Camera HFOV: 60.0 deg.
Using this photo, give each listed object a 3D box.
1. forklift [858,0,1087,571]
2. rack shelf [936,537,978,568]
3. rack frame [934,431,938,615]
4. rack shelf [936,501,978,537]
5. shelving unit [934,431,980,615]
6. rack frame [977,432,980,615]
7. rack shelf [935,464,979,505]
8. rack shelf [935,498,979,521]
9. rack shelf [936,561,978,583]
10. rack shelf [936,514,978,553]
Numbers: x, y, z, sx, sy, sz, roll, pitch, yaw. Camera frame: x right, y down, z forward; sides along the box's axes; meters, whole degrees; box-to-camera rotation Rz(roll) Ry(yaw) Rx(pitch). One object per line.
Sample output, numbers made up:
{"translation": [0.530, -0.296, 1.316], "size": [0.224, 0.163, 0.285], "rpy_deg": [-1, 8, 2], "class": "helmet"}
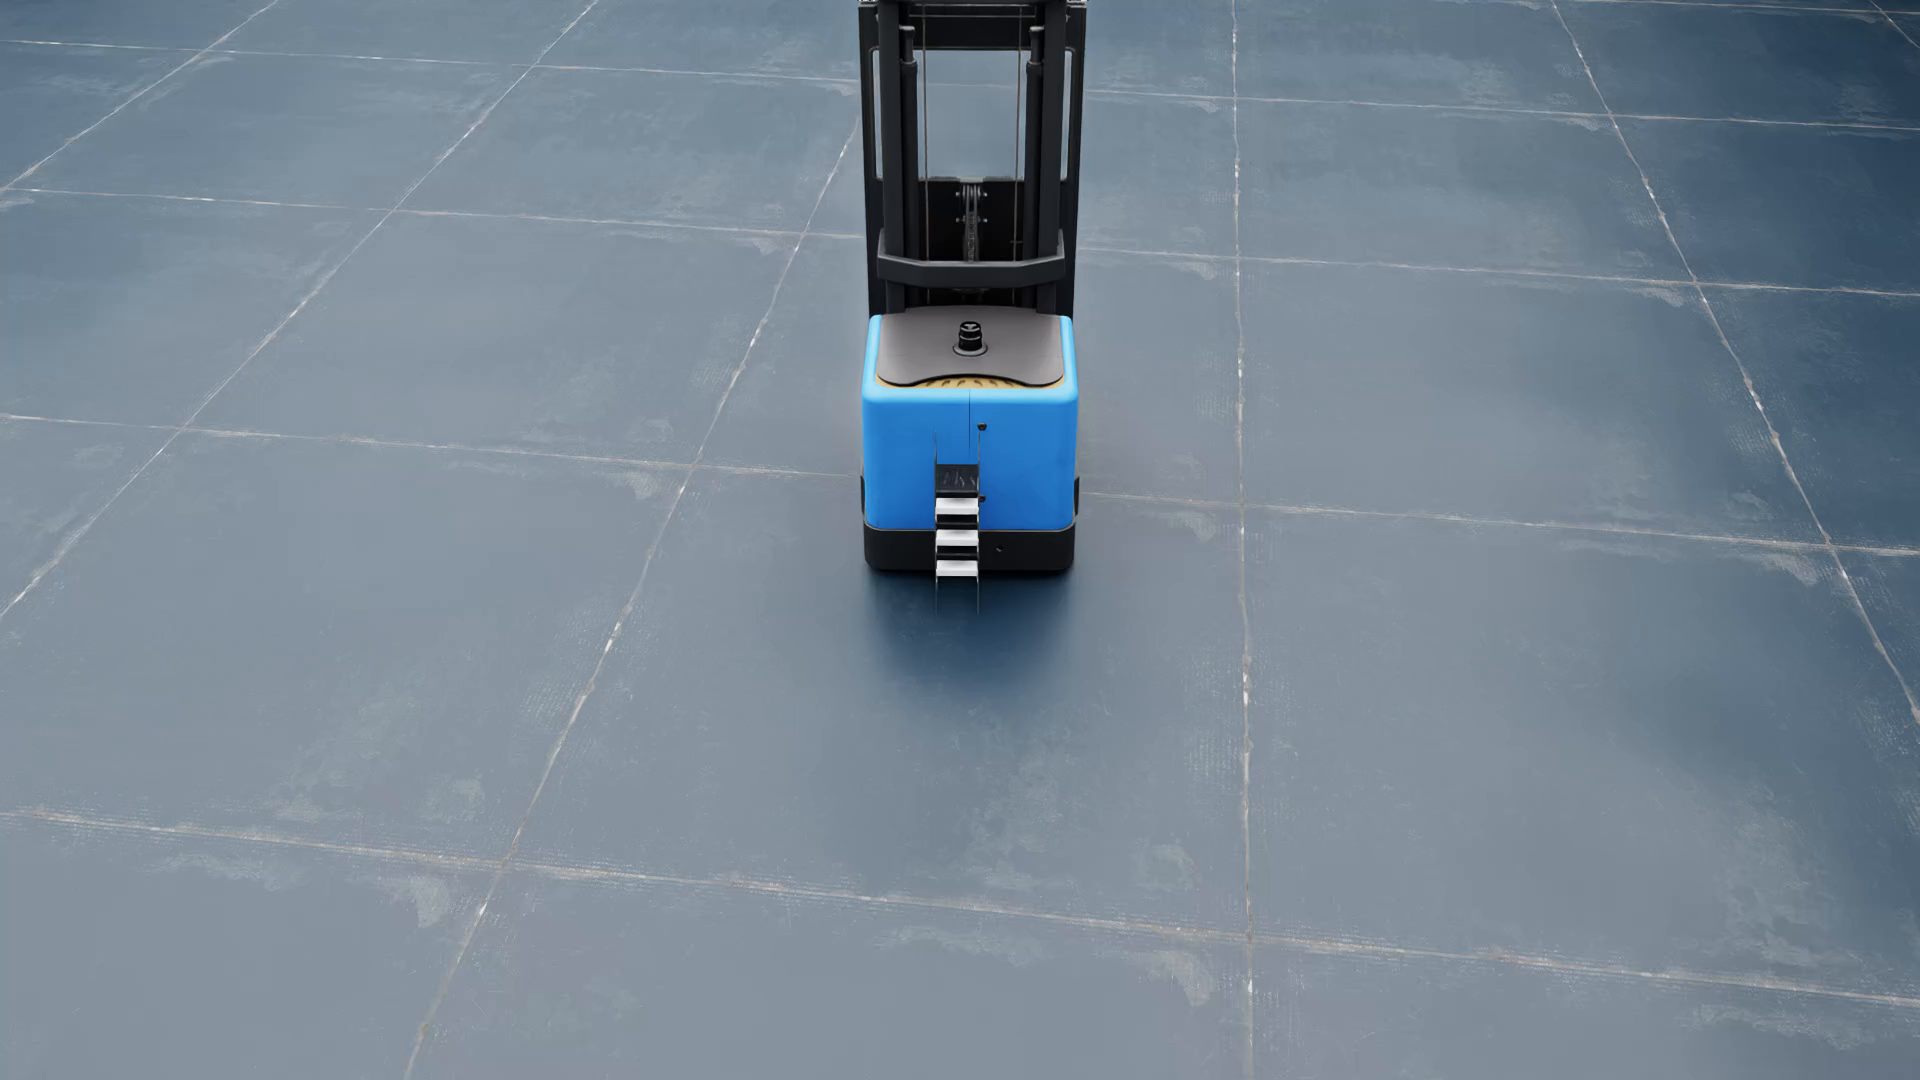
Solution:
{"translation": [0.061, -1.864, 8.695], "size": [1.130, 2.935, 3.031], "rpy_deg": [0, 36, 0], "class": "forklift"}
{"translation": [-0.013, 0.029, 8.004], "size": [0.200, 0.077, 0.258], "rpy_deg": [0, 36, 0], "class": "rack shelf"}
{"translation": [-0.114, -0.072, 7.933], "size": [0.006, 0.900, 0.240], "rpy_deg": [0, 36, 0], "class": "rack frame"}
{"translation": [-0.013, -0.117, 7.899], "size": [0.200, 0.077, 0.258], "rpy_deg": [0, 36, 0], "class": "rack shelf"}
{"translation": [-0.013, -0.071, 7.932], "size": [0.210, 0.900, 0.258], "rpy_deg": [0, 36, 0], "class": "shelving unit"}
{"translation": [0.089, -0.071, 7.931], "size": [0.006, 0.900, 0.240], "rpy_deg": [0, 36, 0], "class": "rack frame"}
{"translation": [-0.013, -0.264, 7.794], "size": [0.200, 0.077, 0.258], "rpy_deg": [0, 36, 0], "class": "rack shelf"}
{"translation": [-0.013, -0.190, 7.846], "size": [0.200, 0.077, 0.258], "rpy_deg": [0, 36, 0], "class": "rack shelf"}
{"translation": [-0.013, 0.102, 8.056], "size": [0.200, 0.077, 0.258], "rpy_deg": [0, 36, 0], "class": "rack shelf"}
{"translation": [-0.013, -0.044, 7.951], "size": [0.200, 0.077, 0.258], "rpy_deg": [0, 36, 0], "class": "rack shelf"}
